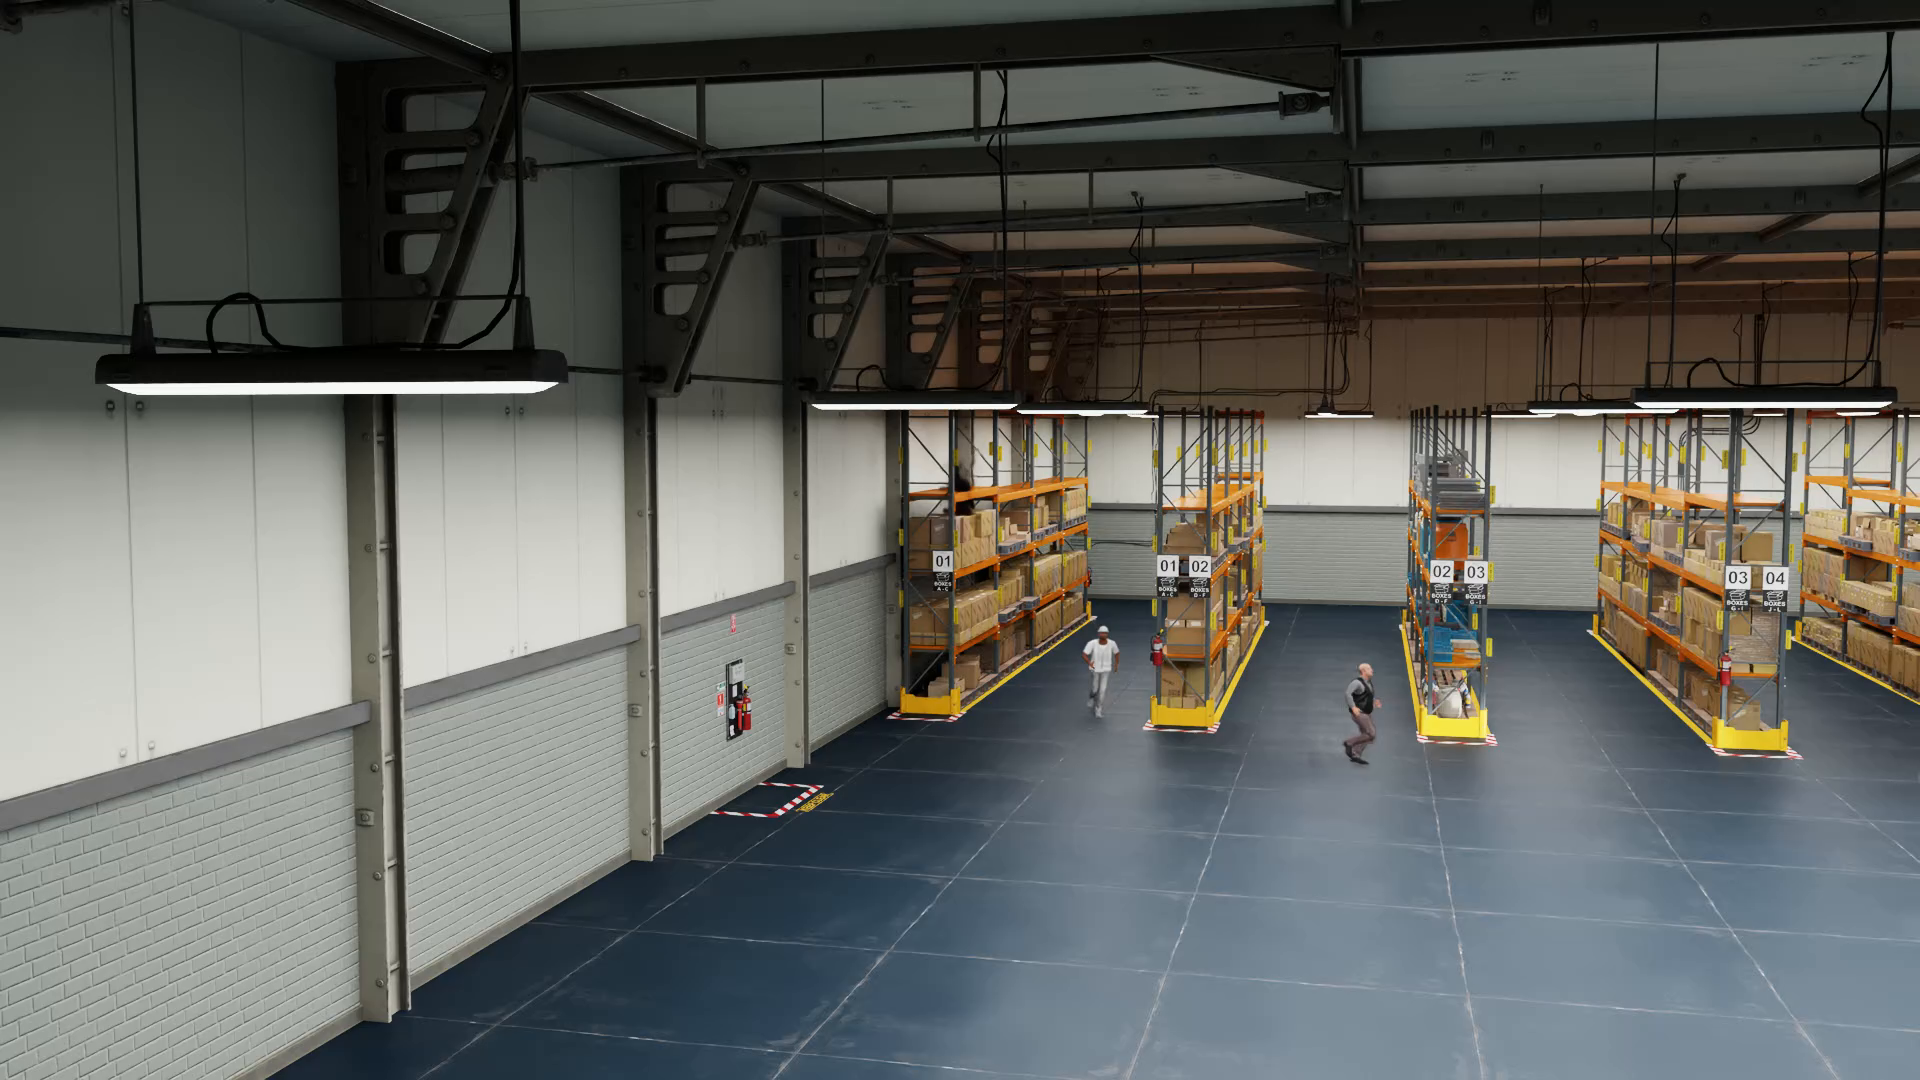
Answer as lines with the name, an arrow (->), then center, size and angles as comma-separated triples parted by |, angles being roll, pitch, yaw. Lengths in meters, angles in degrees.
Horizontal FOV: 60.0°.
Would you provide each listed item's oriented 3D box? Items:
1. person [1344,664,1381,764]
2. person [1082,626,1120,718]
person -> 6.727, 2.898, 27.757 | 0.565, 1.681, 0.670 | 3, 5, 32
person -> 2.755, 2.542, 32.405 | 0.736, 1.757, 0.785 | 0, 4, -4
